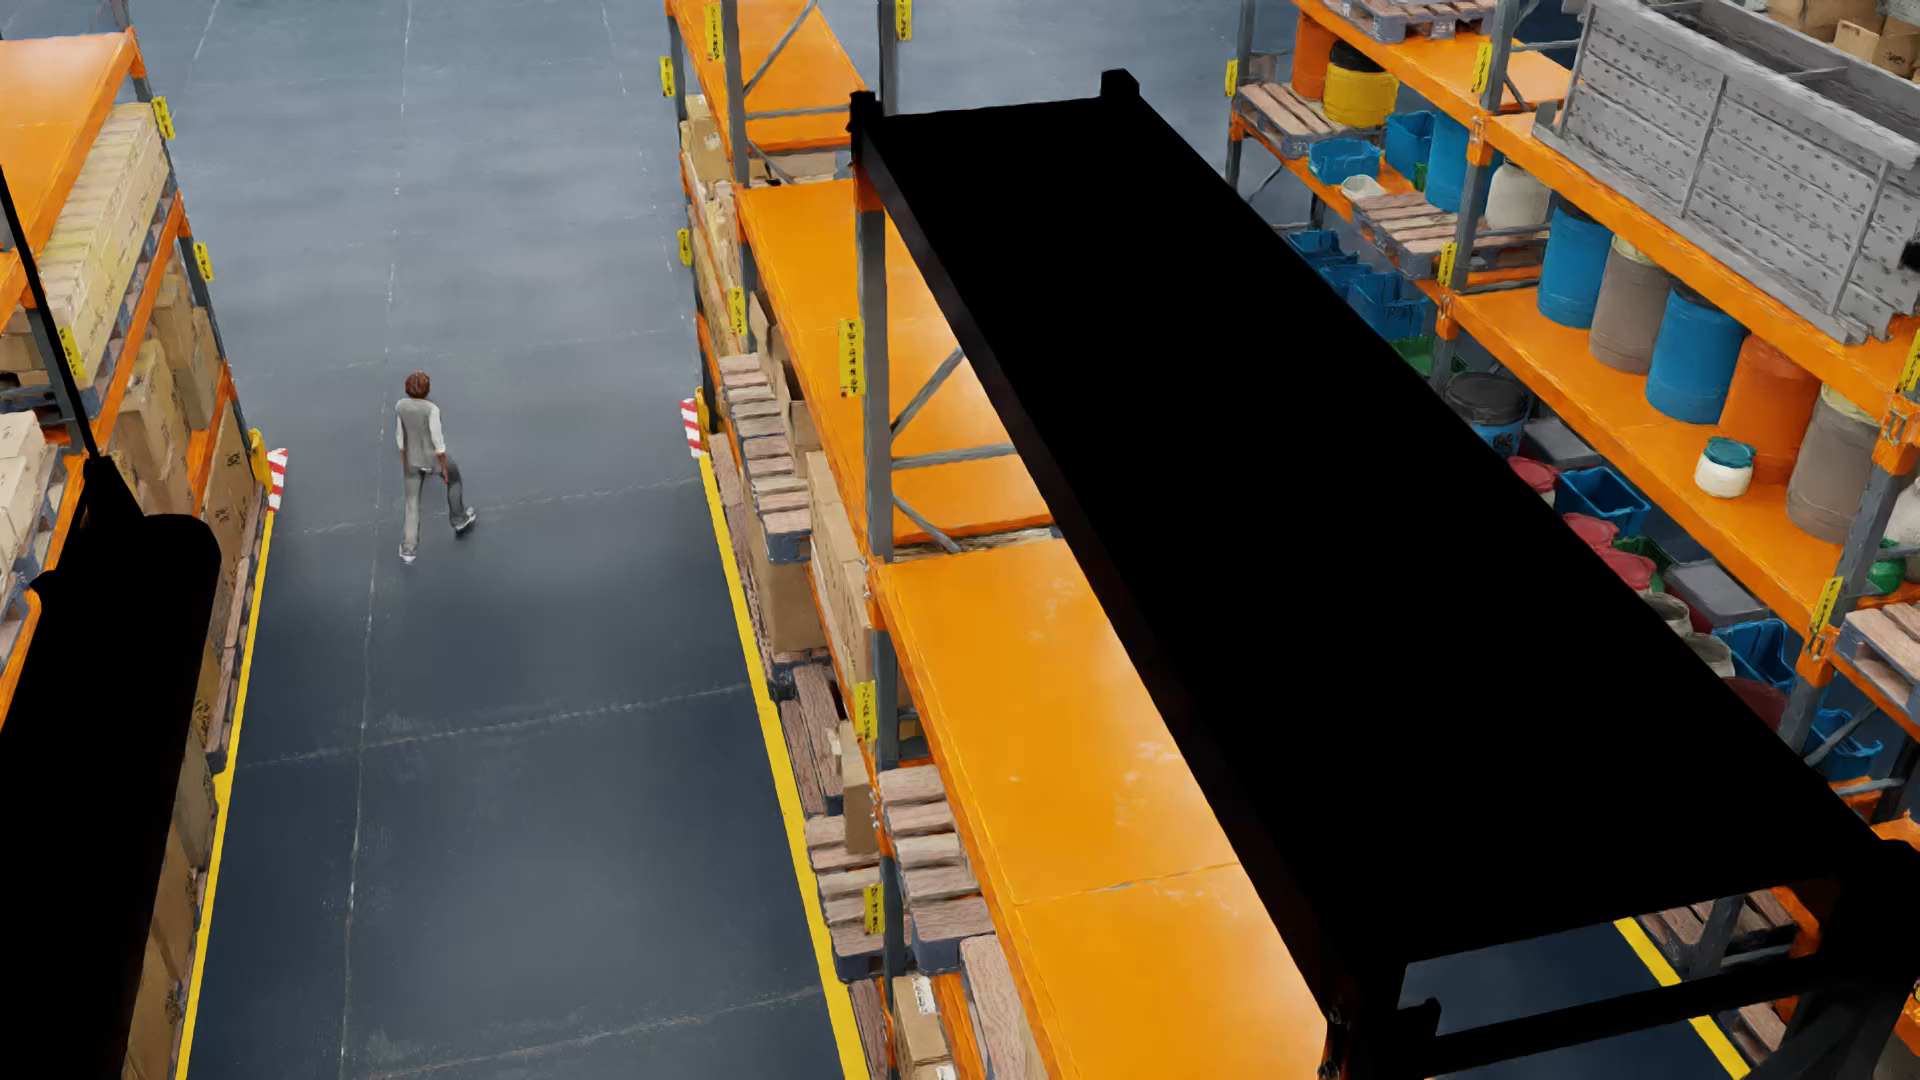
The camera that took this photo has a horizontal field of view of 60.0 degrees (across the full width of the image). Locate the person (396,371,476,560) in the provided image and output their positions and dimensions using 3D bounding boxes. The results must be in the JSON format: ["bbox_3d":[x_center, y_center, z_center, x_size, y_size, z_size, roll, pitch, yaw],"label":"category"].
[{"bbox_3d":[-4.411,-0.631,13.644,0.461,1.531,0.868,4,35,6],"label":"person"}]
